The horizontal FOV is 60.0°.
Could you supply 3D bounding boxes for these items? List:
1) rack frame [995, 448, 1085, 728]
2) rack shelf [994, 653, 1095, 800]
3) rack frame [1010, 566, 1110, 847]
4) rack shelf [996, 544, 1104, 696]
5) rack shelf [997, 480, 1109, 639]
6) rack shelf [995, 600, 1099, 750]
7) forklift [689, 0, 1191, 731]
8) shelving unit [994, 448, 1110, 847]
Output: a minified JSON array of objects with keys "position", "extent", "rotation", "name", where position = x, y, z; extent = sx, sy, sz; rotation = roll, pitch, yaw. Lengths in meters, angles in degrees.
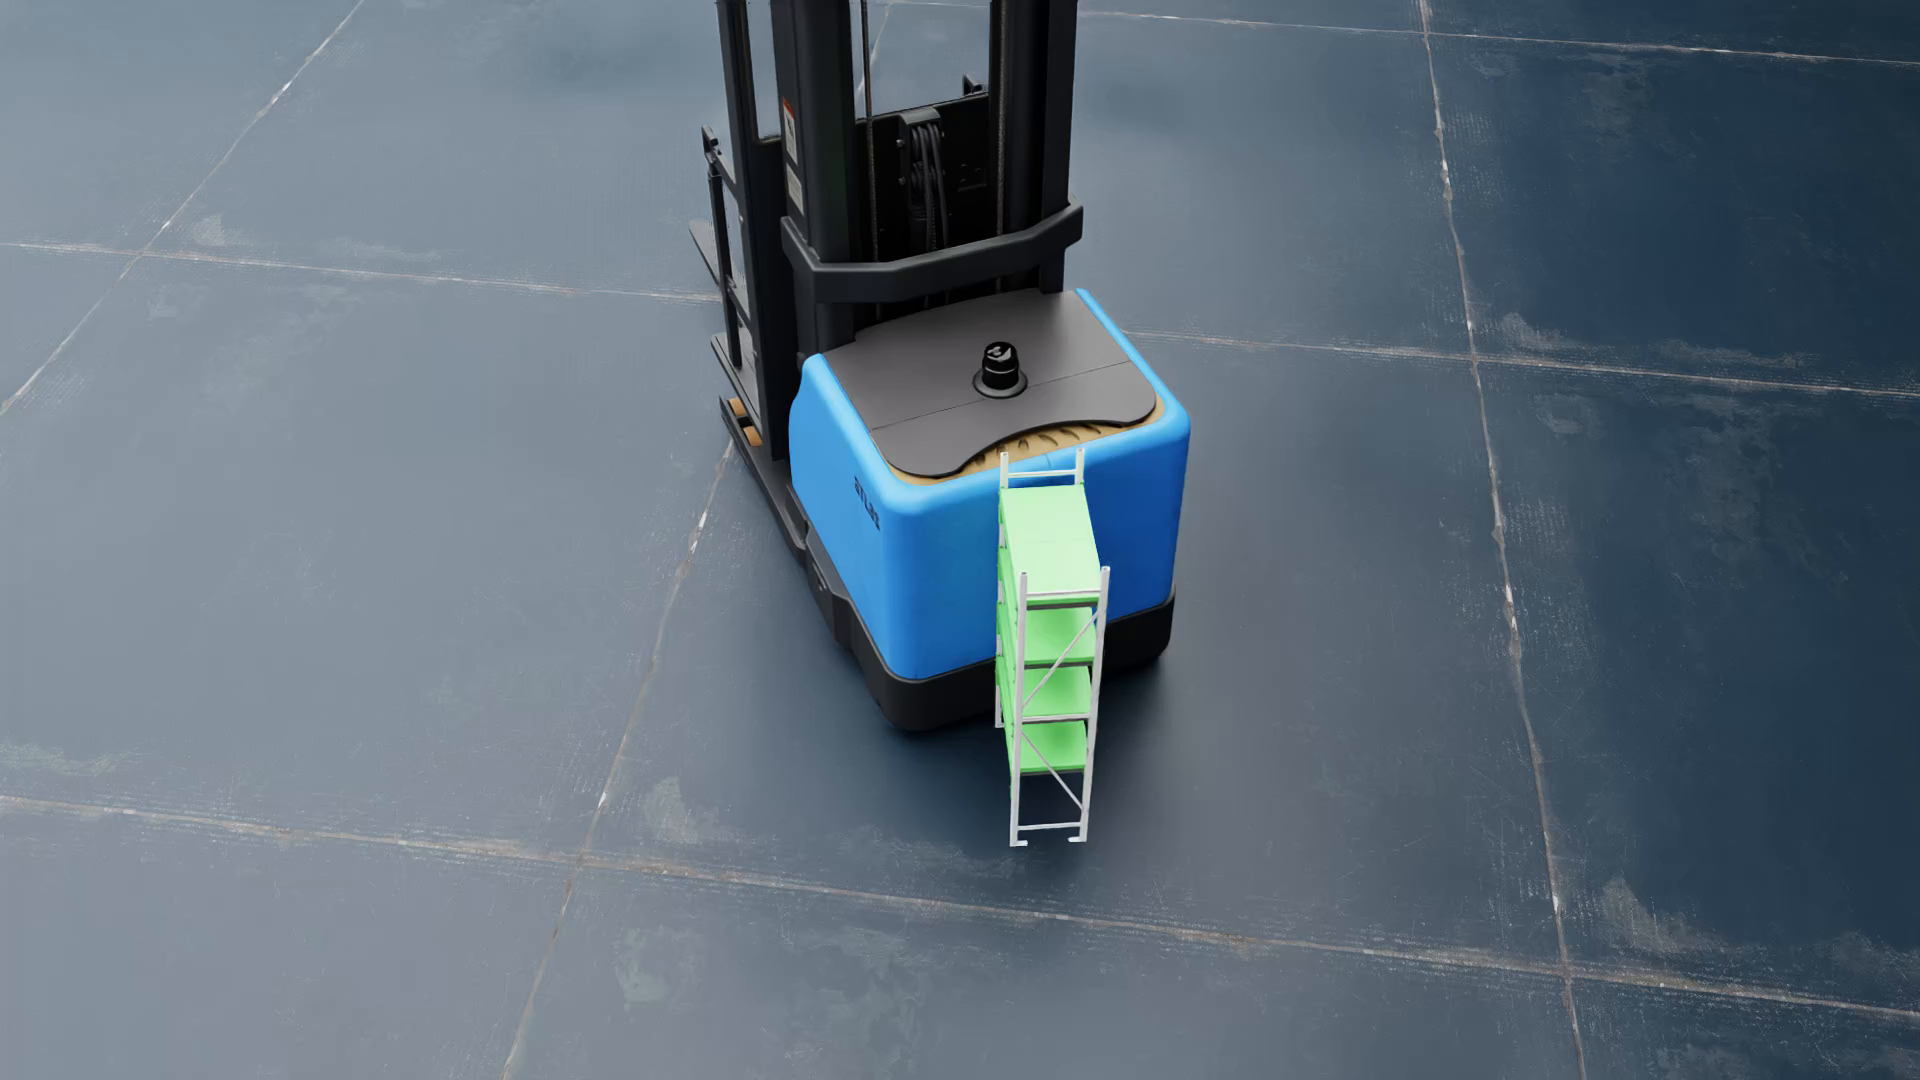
[{"position":[0.238,0.183,5.184],"extent":[0.240,1.200,0.015],"rotation":[-3,44,-3],"name":"rack frame"},{"position":[0.258,0.571,5.216],"extent":[0.258,0.148,0.480],"rotation":[-3,44,-3],"name":"rack shelf"},{"position":[0.279,0.518,4.831],"extent":[0.240,1.200,0.015],"rotation":[-3,44,-3],"name":"rack frame"},{"position":[0.258,0.223,4.886],"extent":[0.258,0.148,0.480],"rotation":[-3,44,-3],"name":"rack shelf"},{"position":[0.258,0.048,4.721],"extent":[0.258,0.148,0.480],"rotation":[-3,44,-3],"name":"rack shelf"},{"position":[0.258,0.397,5.051],"extent":[0.258,0.148,0.480],"rotation":[-3,44,-3],"name":"rack shelf"},{"position":[-0.310,-1.458,5.658],"extent":[1.130,2.935,3.031],"rotation":[-16,46,-16],"name":"forklift"},{"position":[0.258,0.351,5.007],"extent":[0.258,1.200,0.503],"rotation":[-3,44,-3],"name":"shelving unit"}]
